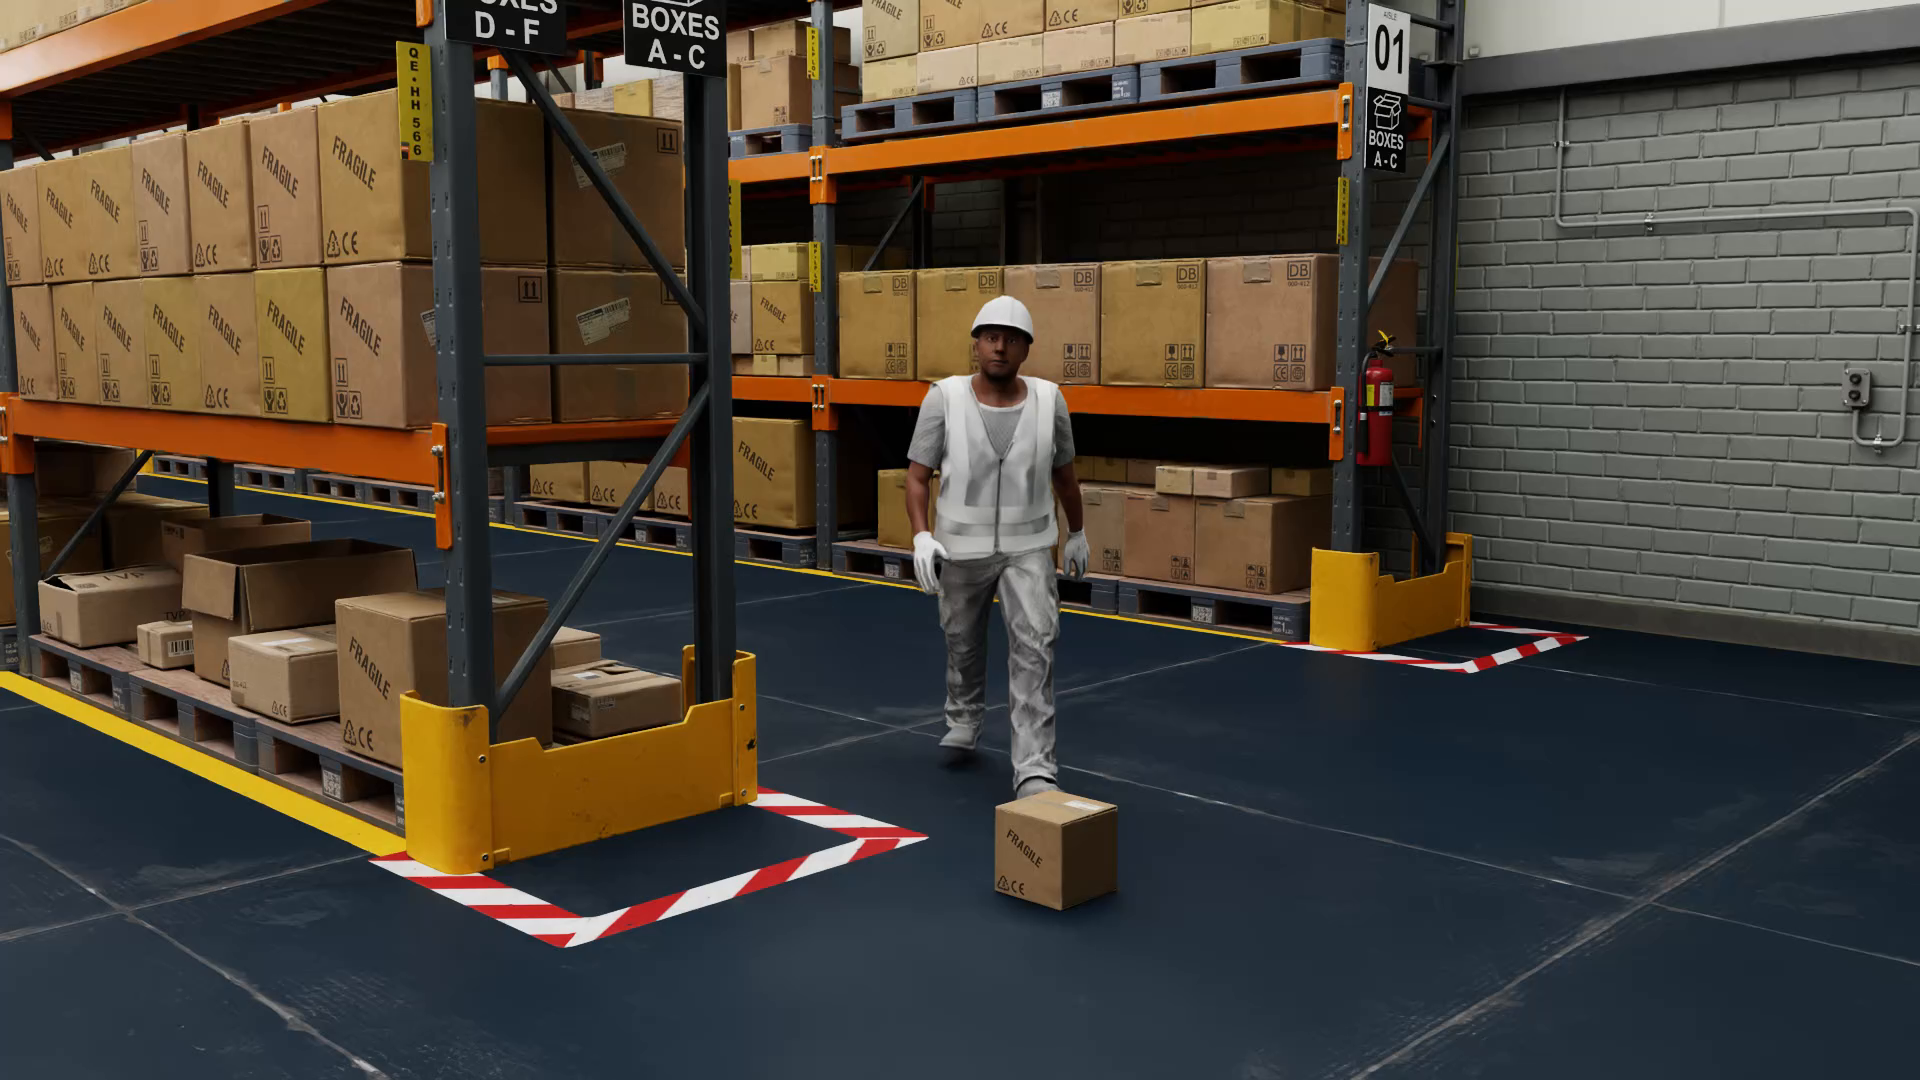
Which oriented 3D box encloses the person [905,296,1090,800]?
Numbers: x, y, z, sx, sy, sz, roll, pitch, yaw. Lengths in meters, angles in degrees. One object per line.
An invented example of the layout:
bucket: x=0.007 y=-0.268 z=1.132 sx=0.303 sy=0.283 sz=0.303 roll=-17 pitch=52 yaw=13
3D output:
person: x=0.143 y=0.024 z=5.714 sx=0.660 sy=1.708 sz=1.151 roll=0 pitch=7 yaw=-2
